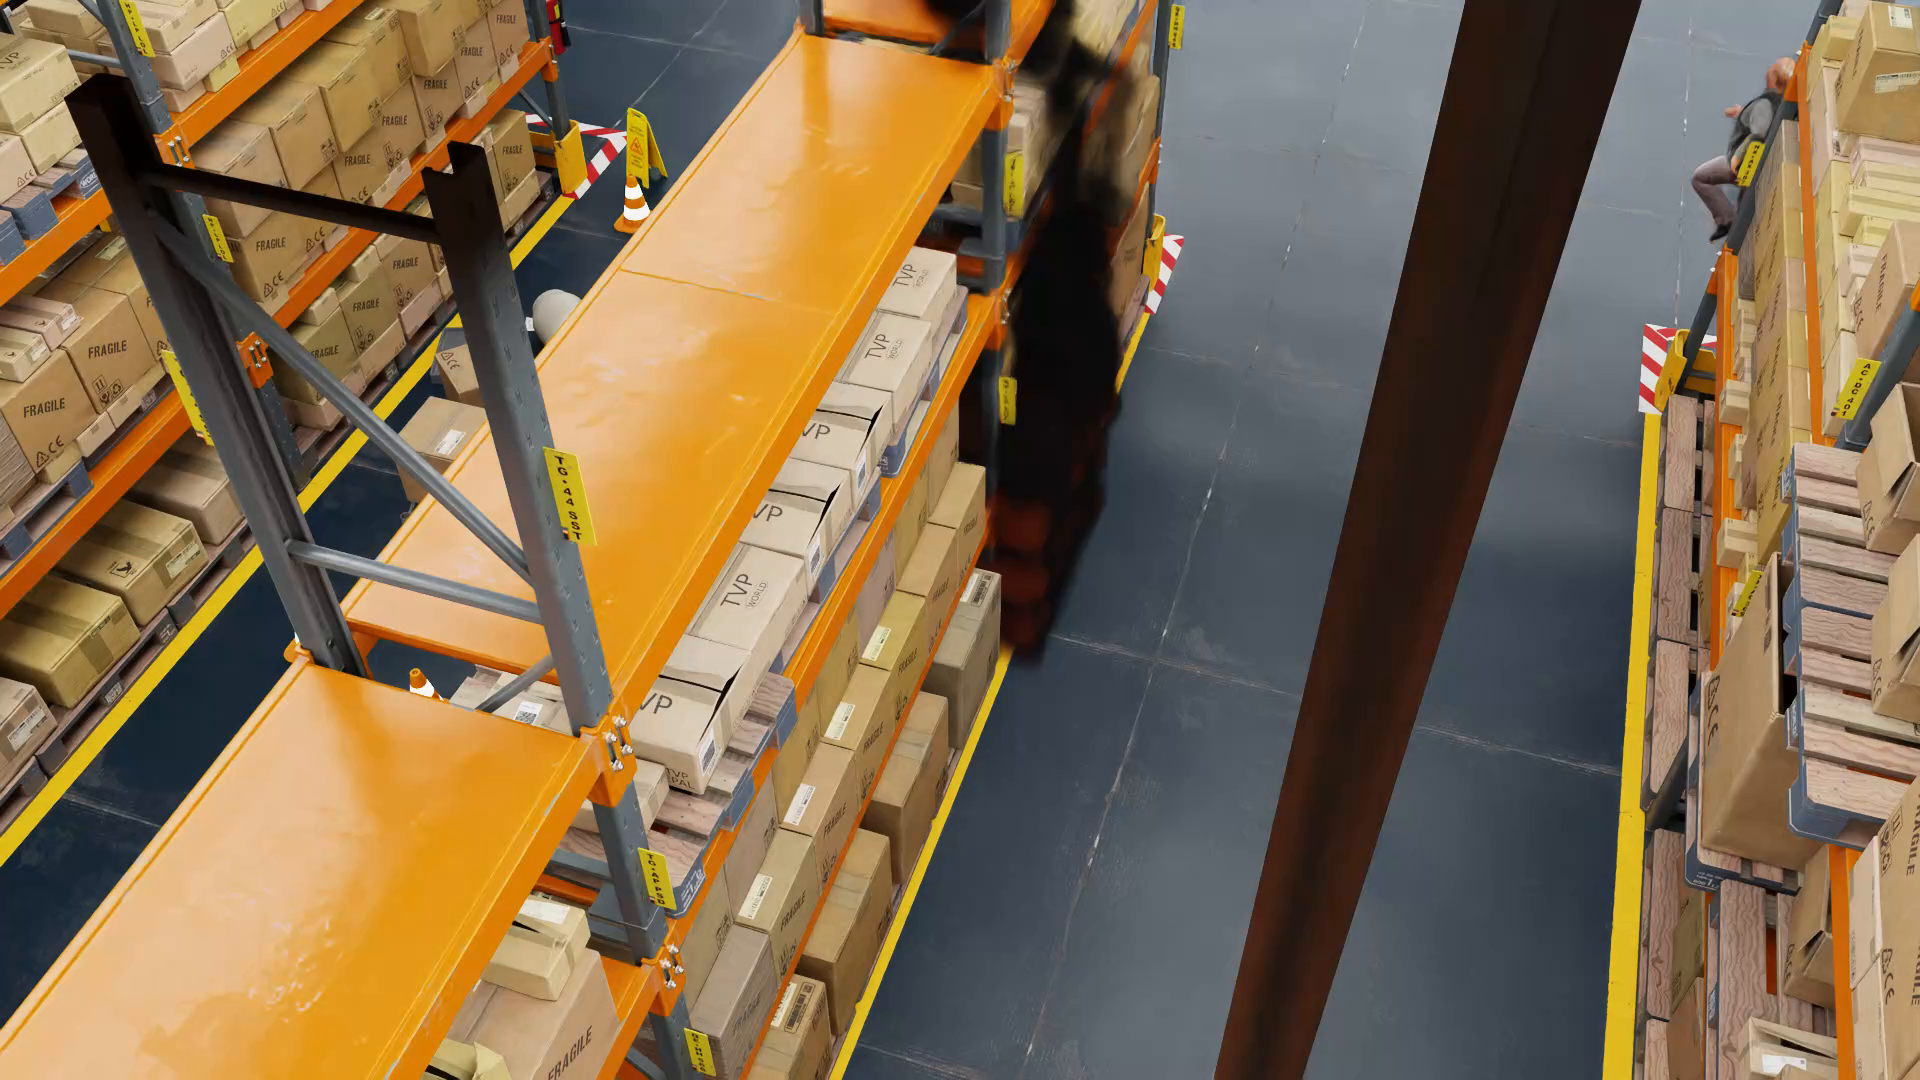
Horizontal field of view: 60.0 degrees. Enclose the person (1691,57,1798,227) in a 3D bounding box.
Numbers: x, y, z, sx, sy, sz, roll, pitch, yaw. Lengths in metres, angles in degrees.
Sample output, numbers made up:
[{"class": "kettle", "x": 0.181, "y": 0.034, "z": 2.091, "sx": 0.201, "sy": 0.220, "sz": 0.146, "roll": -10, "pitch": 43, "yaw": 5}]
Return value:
[{"class": "person", "x": 6.048, "y": -2.935, "z": 12.754, "sx": 0.678, "sy": 1.605, "sz": 0.803, "roll": -19, "pitch": 49, "yaw": -18}]
